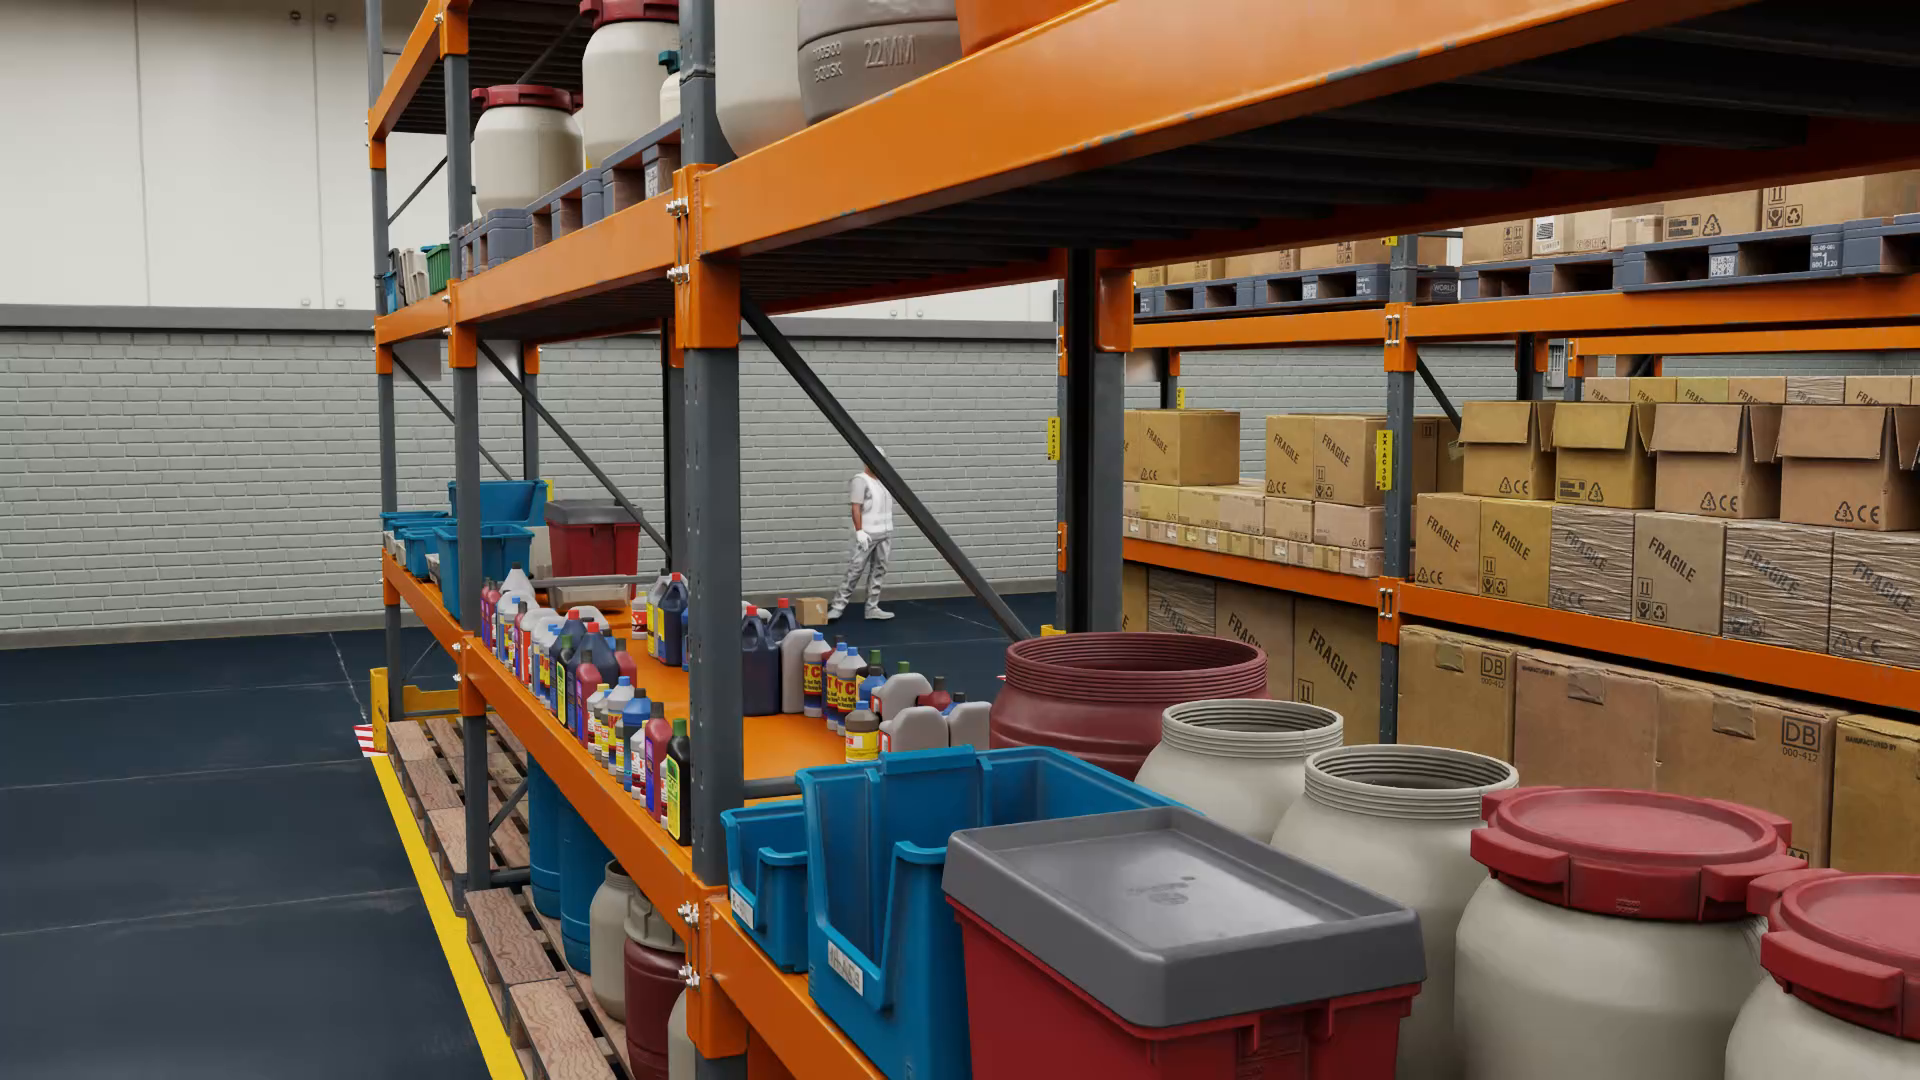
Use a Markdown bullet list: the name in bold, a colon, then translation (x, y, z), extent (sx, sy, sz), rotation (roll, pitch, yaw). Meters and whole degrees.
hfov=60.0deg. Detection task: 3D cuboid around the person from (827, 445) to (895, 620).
- **person**: translation (-1.009, -0.066, 16.766), extent (0.506, 1.775, 0.741), rotation (4, 6, 35)
